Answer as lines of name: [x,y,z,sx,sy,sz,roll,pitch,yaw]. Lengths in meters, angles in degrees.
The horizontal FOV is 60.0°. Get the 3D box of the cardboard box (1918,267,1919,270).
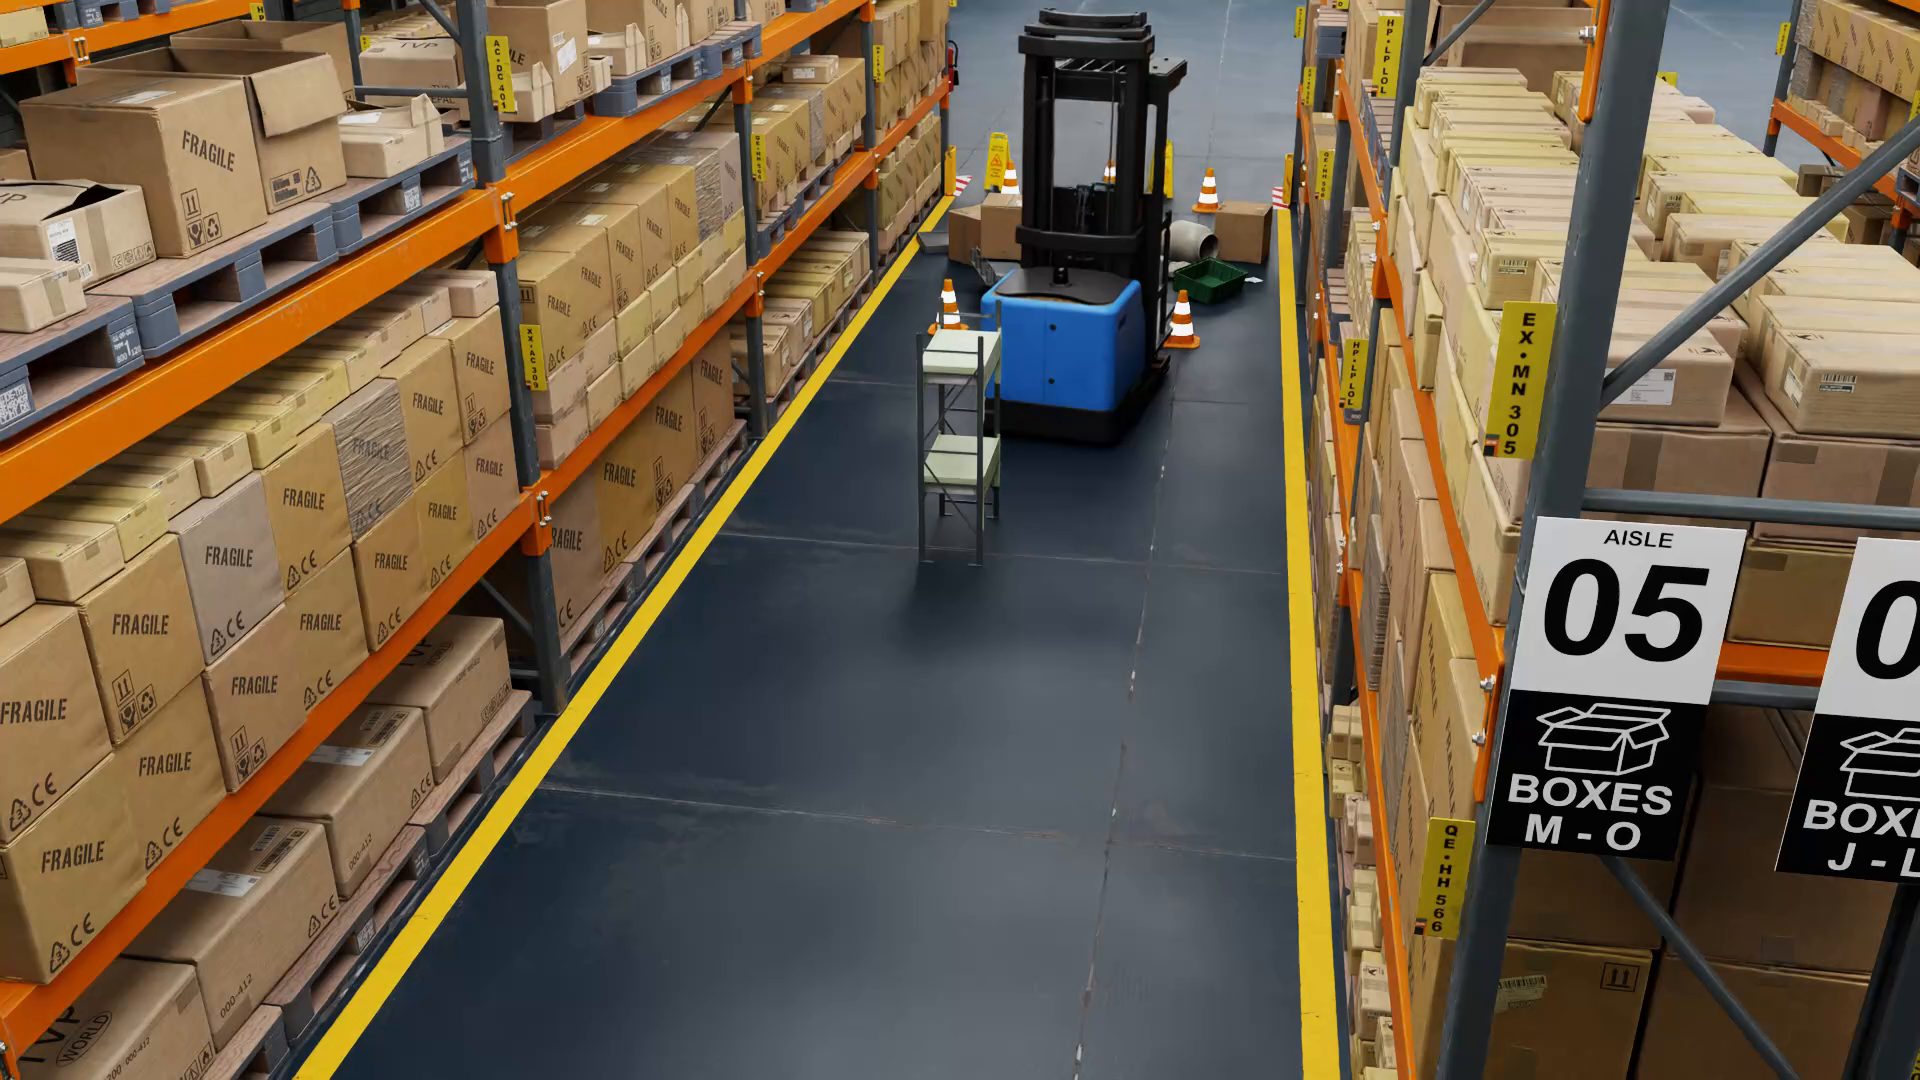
cardboard box: [8.371,-1.953,13.814,0.700,0.500,0.500,2,25,4]

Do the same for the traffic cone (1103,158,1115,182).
traffic cone: [1.722,-4.148,19.065,0.336,0.463,0.334,4,25,9]

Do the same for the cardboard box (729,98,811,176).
cardboard box: [-1.478,-3.138,12.952,0.500,0.500,0.500,4,25,9]

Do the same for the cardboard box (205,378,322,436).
cardboard box: [-2.625,-0.489,6.193,0.380,0.149,0.250,4,25,9]

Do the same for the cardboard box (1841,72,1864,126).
cardboard box: [8.848,-4.134,15.575,0.875,0.500,0.500,4,25,9]

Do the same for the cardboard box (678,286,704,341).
cardboard box: [-1.931,-1.433,10.450,0.500,0.250,0.500,4,25,8]

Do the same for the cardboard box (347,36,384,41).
cardboard box: [-5.901,-4.874,16.389,0.380,0.149,0.250,4,25,9]

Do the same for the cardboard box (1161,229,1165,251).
cardboard box: [2.079,-3.135,17.135,0.396,0.266,0.258,8,26,18]

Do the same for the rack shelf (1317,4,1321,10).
rack shelf: [3.942,-5.396,16.050,1.077,0.370,4.000,4,25,9]

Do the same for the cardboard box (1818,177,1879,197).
cardboard box: [8.963,-3.360,16.843,0.500,0.500,0.500,11,27,22]

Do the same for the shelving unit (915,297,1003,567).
shelving unit: [0.001,-0.682,10.438,0.431,1.500,0.755,4,25,9]

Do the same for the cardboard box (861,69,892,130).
cardboard box: [-0.938,-4.172,15.657,0.500,0.500,0.500,4,25,8]

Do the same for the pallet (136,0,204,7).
pallet: [-6.633,-4.528,13.570,1.003,0.211,1.213,5,26,11]

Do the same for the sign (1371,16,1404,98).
sign: [1.760,-1.989,6.849,0.100,0.325,0.005,4,25,9]

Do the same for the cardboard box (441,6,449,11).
cardboard box: [-5.519,-5.837,18.447,0.380,0.149,0.250,4,25,9]

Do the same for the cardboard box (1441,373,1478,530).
cardboard box: [1.544,-0.221,4.323,0.500,0.250,0.500,4,25,9]

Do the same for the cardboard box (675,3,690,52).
cardboard box: [-1.818,-3.042,9.836,0.396,0.266,0.258,3,25,7]

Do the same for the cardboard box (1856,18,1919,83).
cardboard box: [8.457,-4.399,14.962,0.500,0.500,0.500,4,25,9]

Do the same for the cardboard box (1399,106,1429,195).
cardboard box: [1.993,-1.514,6.494,0.500,0.250,0.500,5,26,10]

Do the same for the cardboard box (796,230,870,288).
cardboard box: [-1.368,-2.608,15.388,0.950,0.372,0.625,4,25,9]

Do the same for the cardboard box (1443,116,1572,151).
cardboard box: [1.850,-1.338,5.650,0.380,0.149,0.250,3,25,7]

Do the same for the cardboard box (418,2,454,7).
cardboard box: [-5.899,-5.973,18.738,0.380,0.149,0.250,4,25,10]

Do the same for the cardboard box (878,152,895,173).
cardboard box: [-0.842,-3.682,16.177,0.380,0.149,0.250,4,25,9]

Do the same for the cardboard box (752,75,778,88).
cardboard box: [-1.820,-3.606,13.952,0.500,0.500,0.500,4,25,8]

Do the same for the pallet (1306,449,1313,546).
pallet: [2.833,-0.264,11.066,1.003,0.211,1.213,4,25,9]

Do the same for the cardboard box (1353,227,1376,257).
cardboard box: [2.609,-1.805,10.168,0.380,0.149,0.250,4,25,8]

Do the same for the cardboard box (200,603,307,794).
cardboard box: [-2.728,0.540,5.940,0.500,0.500,0.500,4,25,8]

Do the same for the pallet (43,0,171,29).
pallet: [-6.813,-4.060,12.570,1.213,0.211,1.003,5,26,11]

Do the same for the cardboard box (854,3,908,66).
cardboard box: [-0.894,-4.842,15.907,0.700,0.500,0.500,4,25,9]

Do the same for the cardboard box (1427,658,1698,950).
cardboard box: [1.484,0.650,4.174,0.500,0.500,0.500,4,25,7]

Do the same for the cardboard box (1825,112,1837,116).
cardboard box: [8.666,-4.074,16.212,0.380,0.149,0.250,4,25,9]

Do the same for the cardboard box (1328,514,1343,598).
cardboard box: [2.180,0.092,8.584,0.500,0.250,0.500,3,25,7]

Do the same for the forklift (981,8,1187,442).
forklift: [1.087,-2.639,12.930,1.130,2.935,3.031,8,26,17]

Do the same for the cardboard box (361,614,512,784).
cardboard box: [-2.800,0.744,8.150,0.875,0.438,0.875,4,25,8]

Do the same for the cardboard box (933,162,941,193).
cardboard box: [-0.501,-4.079,18.674,0.500,0.250,0.500,4,25,8]

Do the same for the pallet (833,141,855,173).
pallet: [-1.553,-3.431,14.768,1.003,0.211,1.213,4,25,9]

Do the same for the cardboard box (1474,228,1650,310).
cardboard box: [1.533,-0.687,4.258,0.380,0.149,0.250,4,25,9]

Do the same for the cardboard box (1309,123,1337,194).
cardboard box: [3.182,-3.160,13.844,0.500,0.500,0.500,4,25,9]

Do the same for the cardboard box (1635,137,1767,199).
cardboard box: [2.341,-1.186,5.325,0.380,0.149,0.250,4,25,8]

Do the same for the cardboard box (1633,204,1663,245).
cardboard box: [2.242,-0.831,5.037,0.500,0.250,0.500,3,25,7]

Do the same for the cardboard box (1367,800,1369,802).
cardboard box: [1.929,1.244,7.071,0.380,0.149,0.250,3,25,6]

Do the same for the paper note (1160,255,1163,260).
paper note: [2.032,-2.874,16.862,0.172,0.023,0.155,13,28,26]

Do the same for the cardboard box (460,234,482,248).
cardboard box: [-2.689,-1.401,8.908,0.500,0.500,0.500,5,25,10]

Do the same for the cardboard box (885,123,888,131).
cardboard box: [-0.913,-4.046,16.152,0.380,0.149,0.250,4,25,8]

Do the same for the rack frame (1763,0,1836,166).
rack frame: [9.146,-4.814,17.496,1.000,3.000,0.127,4,25,9]

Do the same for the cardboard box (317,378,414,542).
cardboard box: [-2.562,-0.338,6.637,0.500,0.500,0.500,4,25,9]

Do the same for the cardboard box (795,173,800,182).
cardboard box: [-1.497,-2.922,13.255,0.380,0.149,0.250,5,26,11]

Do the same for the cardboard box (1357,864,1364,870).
cardboard box: [1.906,1.378,7.134,0.380,0.149,0.250,4,25,7]

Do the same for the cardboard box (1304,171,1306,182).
cardboard box: [4.224,-4.140,18.067,0.875,0.875,0.875,4,25,9]

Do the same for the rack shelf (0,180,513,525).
rack shelf: [-2.919,-0.678,5.971,1.077,0.370,4.000,4,25,9]

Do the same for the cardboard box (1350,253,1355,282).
cardboard box: [2.602,-1.652,10.190,0.380,0.149,0.250,3,25,7]

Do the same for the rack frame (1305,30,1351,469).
rack frame: [2.962,-1.854,11.173,1.000,3.000,0.127,4,25,9]

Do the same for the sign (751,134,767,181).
sign: [-1.390,-2.642,11.490,0.100,0.325,0.005,4,25,9]

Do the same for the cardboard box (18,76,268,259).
cardboard box: [-2.768,-1.281,5.679,0.500,0.500,0.500,4,25,9]

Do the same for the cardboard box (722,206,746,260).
cardboard box: [-1.767,-2.093,11.271,0.500,0.250,0.500,4,25,8]

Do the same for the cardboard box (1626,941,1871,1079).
cardboard box: [2.000,1.143,4.301,0.500,0.500,0.500,5,26,11]

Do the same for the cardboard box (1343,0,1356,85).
cardboard box: [2.606,-3.037,10.045,0.500,0.500,0.500,4,25,9]

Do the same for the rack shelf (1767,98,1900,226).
rack shelf: [8.819,-3.652,15.862,1.077,0.370,4.000,4,25,9]

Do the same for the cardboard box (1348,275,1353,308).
cardboard box: [2.602,-1.532,10.286,0.380,0.149,0.250,5,26,11]
